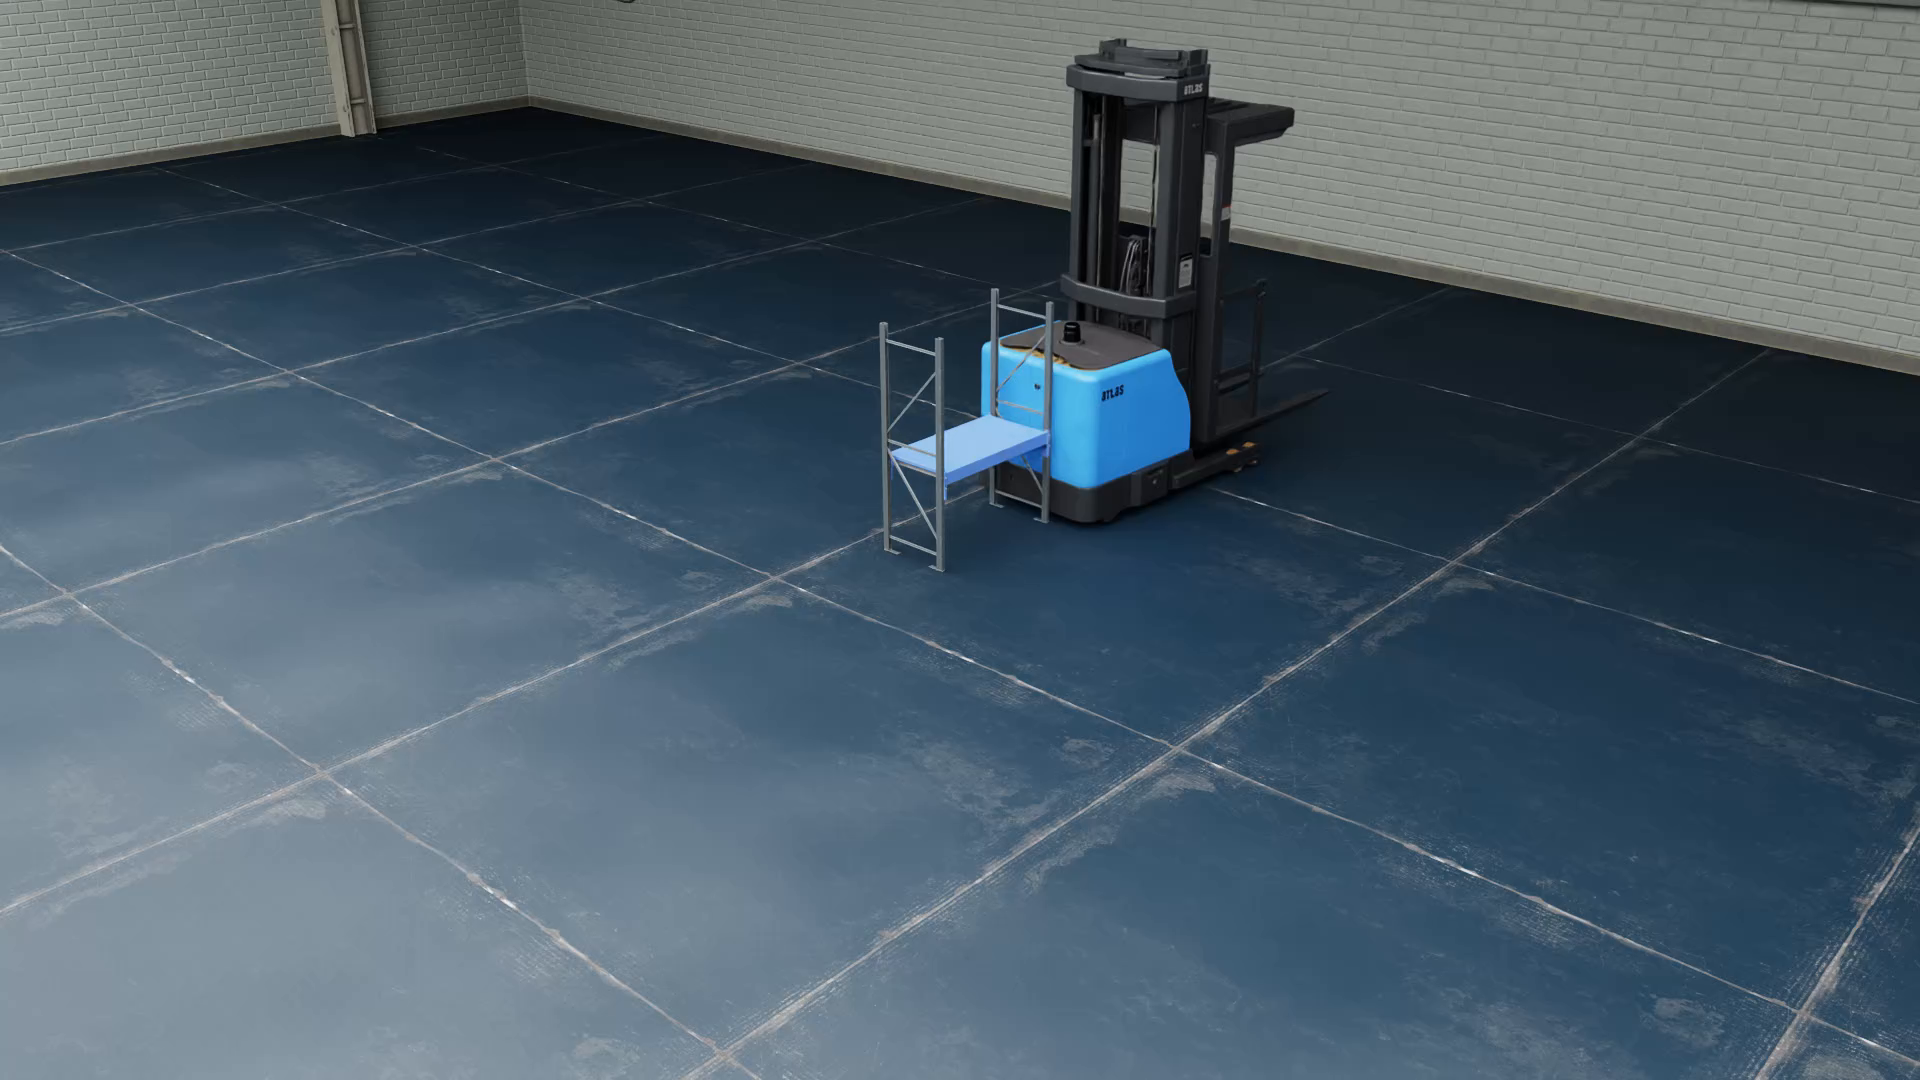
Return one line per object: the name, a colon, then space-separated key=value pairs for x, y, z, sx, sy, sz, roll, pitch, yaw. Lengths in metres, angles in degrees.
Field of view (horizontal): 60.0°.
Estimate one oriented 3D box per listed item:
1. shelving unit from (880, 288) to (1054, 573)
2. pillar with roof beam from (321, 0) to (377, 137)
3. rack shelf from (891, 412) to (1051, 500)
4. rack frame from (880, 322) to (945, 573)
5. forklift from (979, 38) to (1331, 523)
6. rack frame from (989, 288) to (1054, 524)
shelving unit: x=0.053 y=-0.709 z=10.498 sx=0.538 sy=1.500 sz=1.048 roll=20 pitch=31 yaw=38
pillar with roof beam: x=-5.339 y=-8.708 z=19.172 sx=9.100 sy=9.000 sz=0.400 roll=20 pitch=31 yaw=38
rack shelf: x=0.053 y=-0.545 z=10.571 sx=0.538 sy=0.185 sz=1.000 roll=20 pitch=31 yaw=38
rack frame: x=-0.289 y=-0.555 z=10.154 sx=0.500 sy=1.500 sz=0.032 roll=20 pitch=31 yaw=38
forklift: x=1.535 y=-1.952 z=11.520 sx=3.031 sy=2.935 sz=1.130 roll=-22 pitch=32 yaw=-40
rack frame: x=0.395 y=-0.863 z=10.841 sx=0.500 sy=1.500 sz=0.032 roll=20 pitch=31 yaw=38
